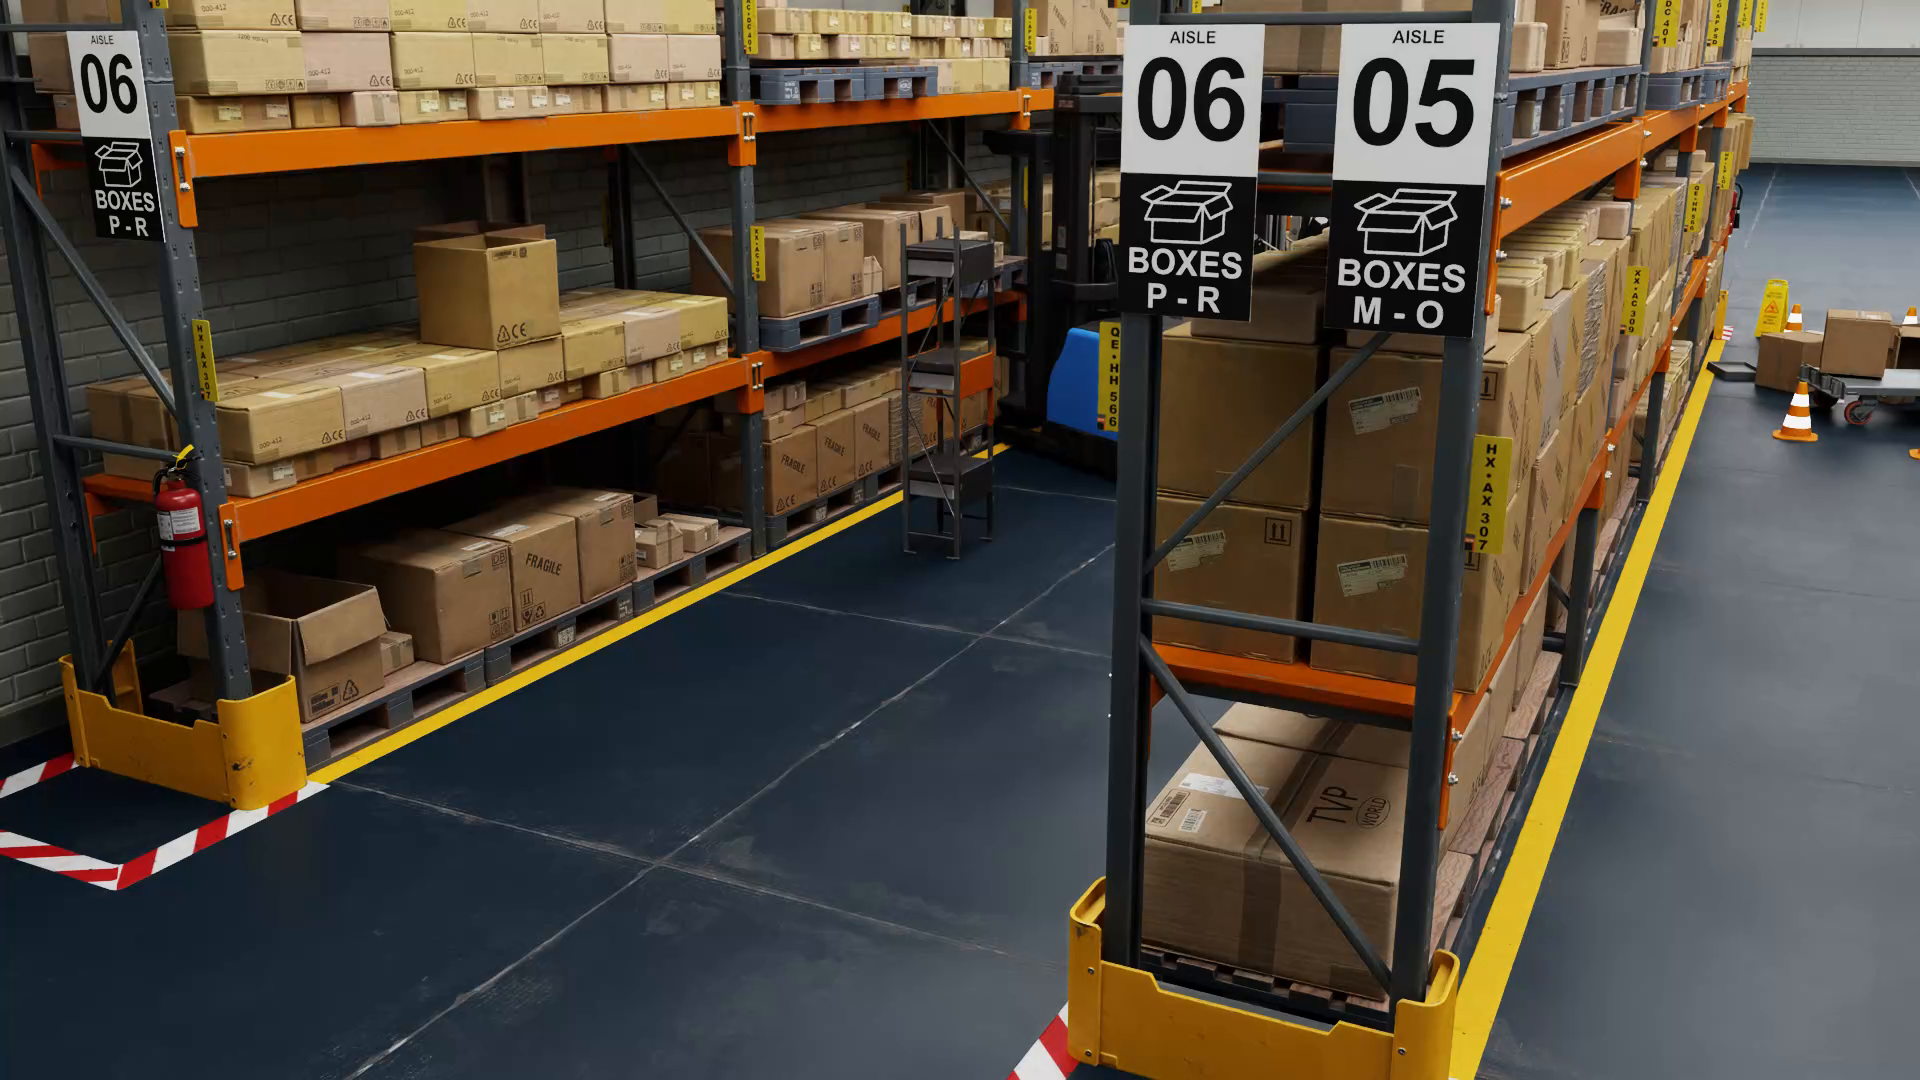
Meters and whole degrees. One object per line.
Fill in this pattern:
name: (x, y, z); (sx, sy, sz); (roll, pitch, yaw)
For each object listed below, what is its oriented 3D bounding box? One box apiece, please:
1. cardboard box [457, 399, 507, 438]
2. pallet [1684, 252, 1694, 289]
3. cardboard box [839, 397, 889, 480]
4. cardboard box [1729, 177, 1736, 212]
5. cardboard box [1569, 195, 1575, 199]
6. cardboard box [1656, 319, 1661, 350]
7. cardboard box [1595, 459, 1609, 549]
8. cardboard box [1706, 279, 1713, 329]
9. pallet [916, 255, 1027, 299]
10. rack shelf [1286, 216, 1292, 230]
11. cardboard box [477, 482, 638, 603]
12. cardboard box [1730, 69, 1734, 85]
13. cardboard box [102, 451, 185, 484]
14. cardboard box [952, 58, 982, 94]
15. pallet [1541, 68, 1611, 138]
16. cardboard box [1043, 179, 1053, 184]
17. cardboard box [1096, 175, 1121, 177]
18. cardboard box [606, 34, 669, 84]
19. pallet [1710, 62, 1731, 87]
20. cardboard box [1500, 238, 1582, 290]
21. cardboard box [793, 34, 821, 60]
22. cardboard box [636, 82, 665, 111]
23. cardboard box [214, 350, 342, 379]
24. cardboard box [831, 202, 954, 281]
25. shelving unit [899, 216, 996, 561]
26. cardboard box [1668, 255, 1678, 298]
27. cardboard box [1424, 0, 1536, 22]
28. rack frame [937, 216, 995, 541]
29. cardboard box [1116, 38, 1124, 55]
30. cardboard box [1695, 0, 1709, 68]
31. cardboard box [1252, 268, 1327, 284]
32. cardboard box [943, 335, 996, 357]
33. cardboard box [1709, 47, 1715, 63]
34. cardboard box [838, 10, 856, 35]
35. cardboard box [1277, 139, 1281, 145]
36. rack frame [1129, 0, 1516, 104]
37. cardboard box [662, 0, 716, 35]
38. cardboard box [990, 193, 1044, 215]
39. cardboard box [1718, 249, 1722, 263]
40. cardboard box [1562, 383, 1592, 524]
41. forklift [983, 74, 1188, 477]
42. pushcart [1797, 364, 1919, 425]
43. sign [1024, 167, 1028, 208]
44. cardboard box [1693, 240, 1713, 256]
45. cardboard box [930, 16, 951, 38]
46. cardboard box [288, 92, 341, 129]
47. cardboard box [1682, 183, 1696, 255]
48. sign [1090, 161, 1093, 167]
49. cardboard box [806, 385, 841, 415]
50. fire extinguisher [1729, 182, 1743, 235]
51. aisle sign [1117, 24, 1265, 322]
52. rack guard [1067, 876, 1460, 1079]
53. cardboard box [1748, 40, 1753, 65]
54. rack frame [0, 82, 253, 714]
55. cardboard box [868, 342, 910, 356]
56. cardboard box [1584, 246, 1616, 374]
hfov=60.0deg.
cardboard box: (-2.493, -0.621, 8.288); (0.380, 0.149, 0.250); (8, 18, 24)
pallet: (5.360, -2.195, 13.484); (1.003, 0.211, 1.213); (8, 18, 25)
cardboard box: (-0.844, -0.751, 11.936); (0.500, 0.500, 0.500); (8, 18, 24)
cardboard box: (8.091, -3.833, 17.962); (0.500, 0.500, 0.500); (8, 18, 24)
cardboard box: (3.386, -1.825, 9.969); (0.500, 0.500, 0.500); (8, 19, 26)
cardboard box: (4.064, -1.286, 10.348); (0.500, 0.250, 0.500); (8, 18, 25)
cardboard box: (3.327, -0.341, 9.898); (0.875, 0.875, 0.875); (9, 19, 27)
cardboard box: (7.033, -2.293, 16.251); (0.500, 0.500, 0.500); (9, 19, 28)
pallet: (-0.171, -2.135, 13.281); (1.213, 0.211, 1.003); (8, 18, 25)
rack shelf: (2.751, -3.592, 19.113); (1.077, 0.370, 4.000); (8, 18, 25)
cardboard box: (-2.266, 0.005, 9.391); (0.700, 0.500, 0.500); (7, 18, 23)
cardboard box: (6.827, -4.222, 15.142); (0.380, 0.149, 0.250); (8, 18, 25)
cardboard box: (-3.597, -0.369, 7.439); (0.380, 0.149, 0.250); (8, 18, 25)
cardboard box: (-0.166, -3.485, 12.483); (0.500, 0.250, 0.500); (8, 18, 26)
pallet: (1.803, -1.638, 6.157); (1.003, 0.211, 1.213); (8, 18, 25)
cardboard box: (0.703, -3.269, 15.449); (0.380, 0.149, 0.250); (9, 19, 27)
cardboard box: (1.475, -3.405, 15.904); (0.380, 0.149, 0.250); (8, 18, 24)
cardboard box: (-1.932, -2.610, 9.015); (0.500, 0.250, 0.500); (7, 18, 24)
pallet: (5.928, -4.001, 14.288); (1.213, 0.211, 1.003); (8, 18, 25)
cardboard box: (2.074, -1.023, 6.130); (0.380, 0.149, 0.250); (8, 18, 24)
cardboard box: (-1.082, -3.043, 10.262); (0.380, 0.149, 0.250); (8, 18, 26)
cardboard box: (-1.854, -2.449, 9.173); (0.380, 0.149, 0.250); (9, 19, 27)
cardboard box: (-3.306, -0.723, 7.933); (0.500, 0.250, 0.500); (8, 18, 26)
cardboard box: (-0.494, -2.220, 12.311); (0.797, 0.503, 0.637); (8, 18, 24)
shelving unit: (-0.074, -0.964, 10.583); (0.431, 2.100, 0.503); (8, 18, 25)
cardboard box: (4.523, -1.790, 11.168); (0.500, 0.250, 0.500); (8, 18, 25)
cardboard box: (1.651, -1.759, 5.655); (0.500, 0.311, 0.500); (8, 19, 26)
rack frame: (0.035, -1.027, 10.793); (0.400, 2.100, 0.015); (8, 18, 25)
cardboard box: (1.293, -4.479, 15.095); (0.380, 0.149, 0.250); (8, 18, 25)
cardboard box: (4.239, -3.189, 10.310); (0.700, 0.500, 0.500); (7, 18, 23)
cardboard box: (1.010, -0.763, 5.254); (0.380, 0.149, 0.250); (8, 19, 26)
cardboard box: (0.075, -1.564, 13.536); (0.380, 0.149, 0.250); (7, 18, 23)
cardboard box: (5.937, -4.069, 13.712); (0.500, 0.250, 0.500); (8, 18, 26)
cardboard box: (-0.894, -3.324, 10.686); (0.380, 0.149, 0.250); (8, 18, 24)
cardboard box: (3.673, -4.830, 20.179); (0.380, 0.149, 0.250); (8, 18, 26)
rack frame: (0.937, -2.616, 4.027); (1.000, 3.000, 0.127); (8, 18, 25)
cardboard box: (-1.728, -2.979, 9.379); (0.500, 0.250, 0.500); (8, 18, 26)
cardboard box: (0.475, -2.811, 13.905); (0.380, 0.149, 0.250); (9, 19, 27)
cardboard box: (7.743, -2.966, 17.378); (0.380, 0.149, 0.250); (8, 19, 26)
cardboard box: (2.309, -0.395, 6.909); (0.500, 0.500, 0.500); (8, 18, 25)
forklift: (0.867, -2.245, 13.435); (1.130, 2.935, 3.031); (-10, 19, -31)
pushcart: (8.361, -1.262, 14.612); (1.648, 0.377, 0.936); (2, 17, 6)
sign: (0.559, -2.859, 13.487); (0.100, 0.325, 0.005); (8, 18, 25)
cardboard box: (6.727, -2.716, 15.340); (0.380, 0.149, 0.250); (8, 18, 25)
cardboard box: (-0.289, -3.717, 12.043); (0.380, 0.149, 0.250); (8, 18, 24)
cardboard box: (-2.931, -1.873, 7.235); (0.380, 0.149, 0.250); (8, 18, 26)
cardboard box: (5.146, -2.388, 12.362); (0.500, 0.500, 0.500); (9, 19, 28)
sign: (1.360, -3.950, 17.397); (0.100, 0.325, 0.005); (8, 18, 25)
cardboard box: (-1.050, -0.980, 11.568); (0.380, 0.149, 0.250); (8, 18, 24)
fire extinguisher: (8.550, -3.749, 18.514); (0.296, 0.674, 0.183); (8, 18, 25)
aisle sign: (0.628, -1.007, 4.582); (0.394, 0.787, 0.004); (8, 18, 25)
rack guard: (0.926, 1.464, 5.216); (1.175, 0.500, 0.348); (8, 18, 25)
cardboard box: (8.099, -5.160, 17.600); (0.500, 0.250, 0.500); (8, 18, 25)
rack frame: (-3.505, -0.371, 7.004); (1.000, 3.000, 0.127); (8, 18, 25)
cardboard box: (-0.624, -1.491, 13.291); (0.380, 0.149, 0.250); (8, 18, 26)
cardboard box: (2.527, -1.003, 7.200); (0.500, 0.500, 0.500); (8, 18, 25)
